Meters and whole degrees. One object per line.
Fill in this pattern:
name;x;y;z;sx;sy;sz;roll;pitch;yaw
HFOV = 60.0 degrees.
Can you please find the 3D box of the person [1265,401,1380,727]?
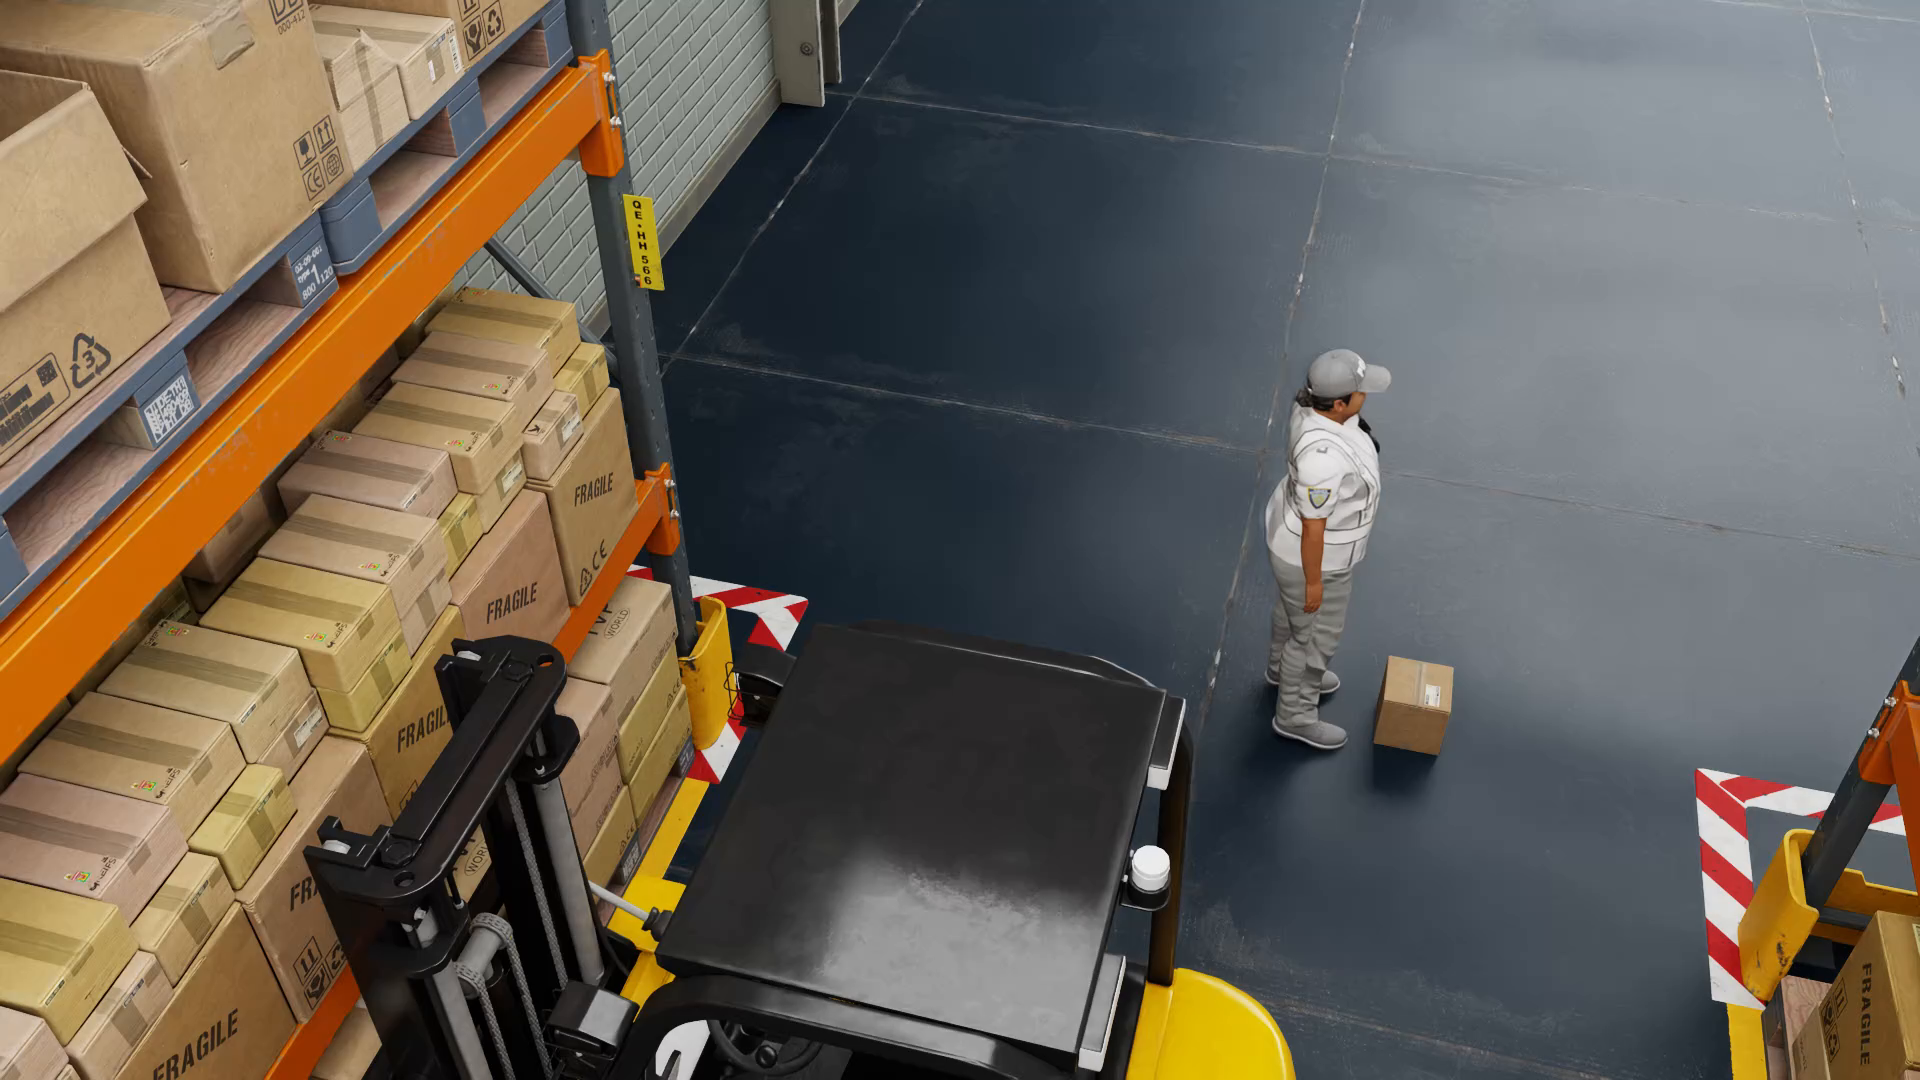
person;1.303;0.080;6.152;0.379;1.364;0.433;5;42;6
